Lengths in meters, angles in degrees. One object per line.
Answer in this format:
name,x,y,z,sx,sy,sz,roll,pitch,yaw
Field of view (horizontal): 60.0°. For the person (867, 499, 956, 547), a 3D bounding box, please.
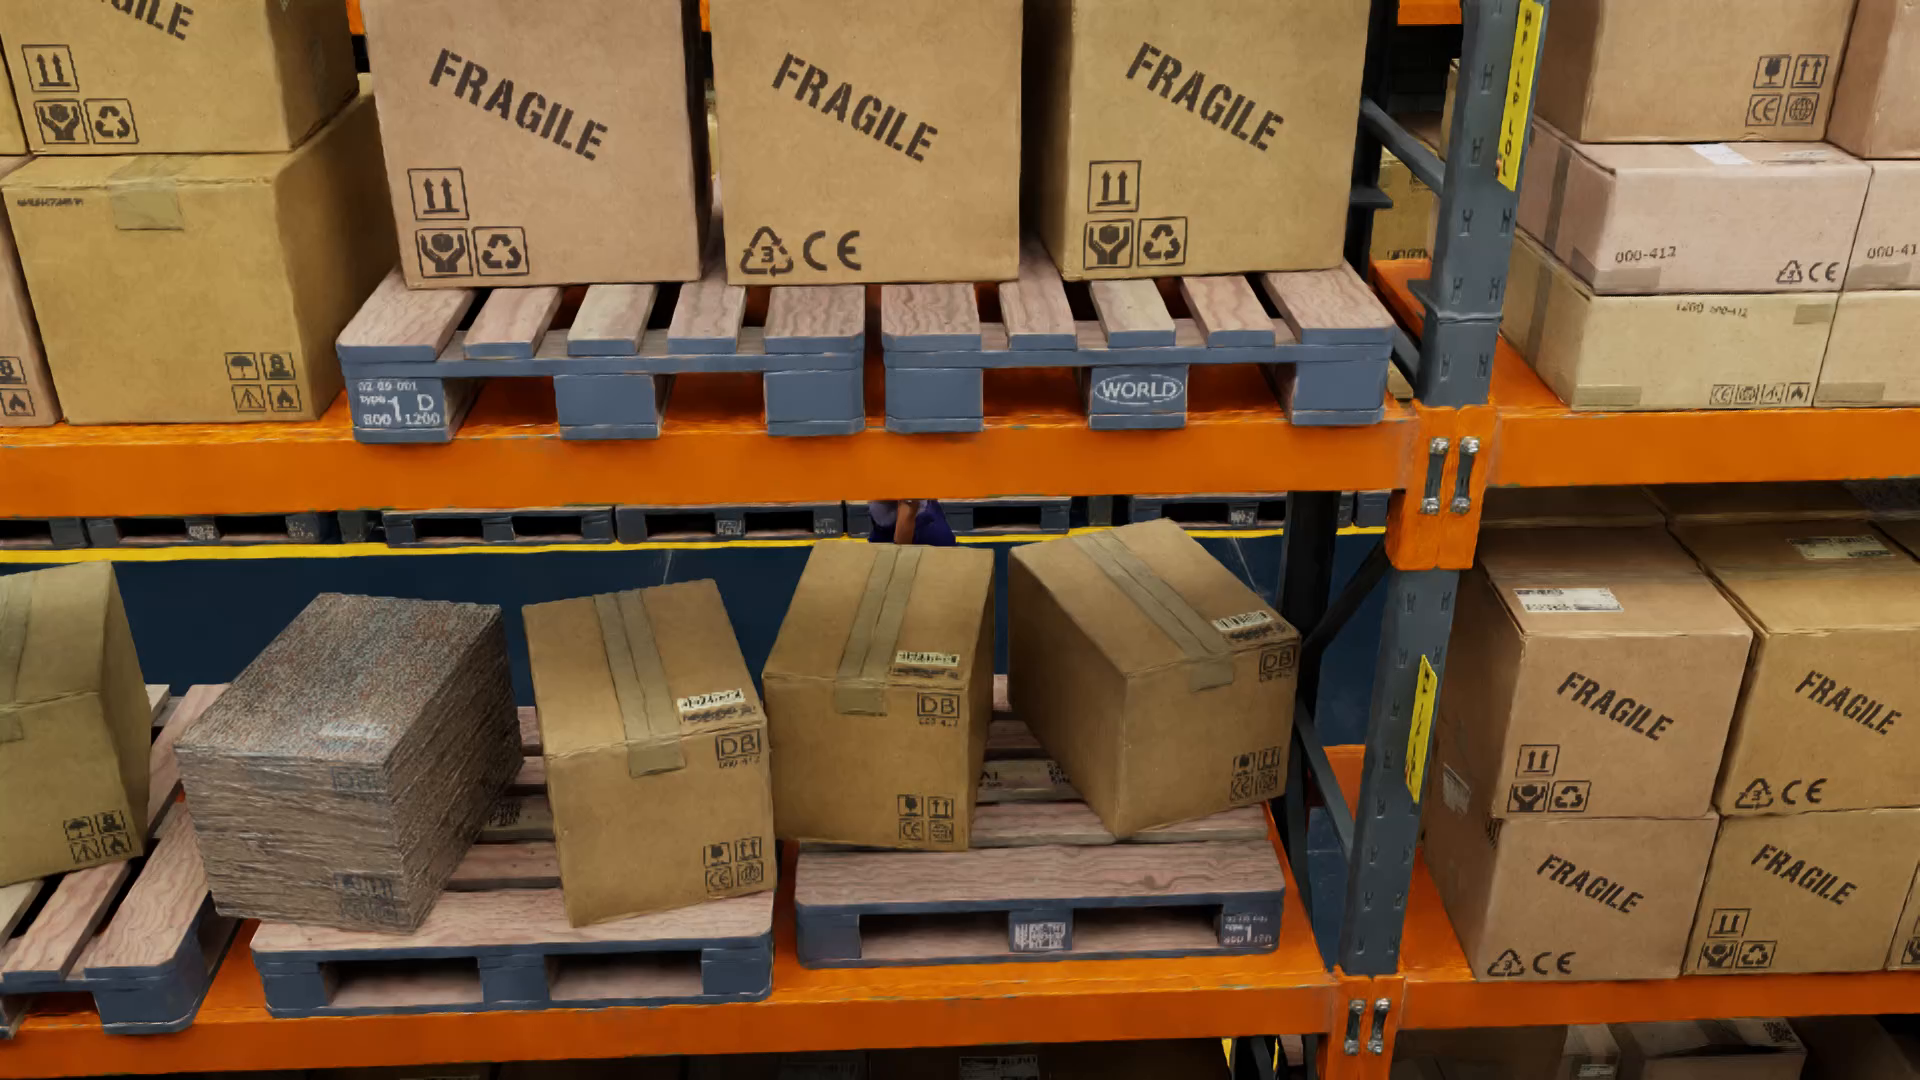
person,-0.190,0.014,7.138,0.552,1.666,0.501,-5,28,-9
